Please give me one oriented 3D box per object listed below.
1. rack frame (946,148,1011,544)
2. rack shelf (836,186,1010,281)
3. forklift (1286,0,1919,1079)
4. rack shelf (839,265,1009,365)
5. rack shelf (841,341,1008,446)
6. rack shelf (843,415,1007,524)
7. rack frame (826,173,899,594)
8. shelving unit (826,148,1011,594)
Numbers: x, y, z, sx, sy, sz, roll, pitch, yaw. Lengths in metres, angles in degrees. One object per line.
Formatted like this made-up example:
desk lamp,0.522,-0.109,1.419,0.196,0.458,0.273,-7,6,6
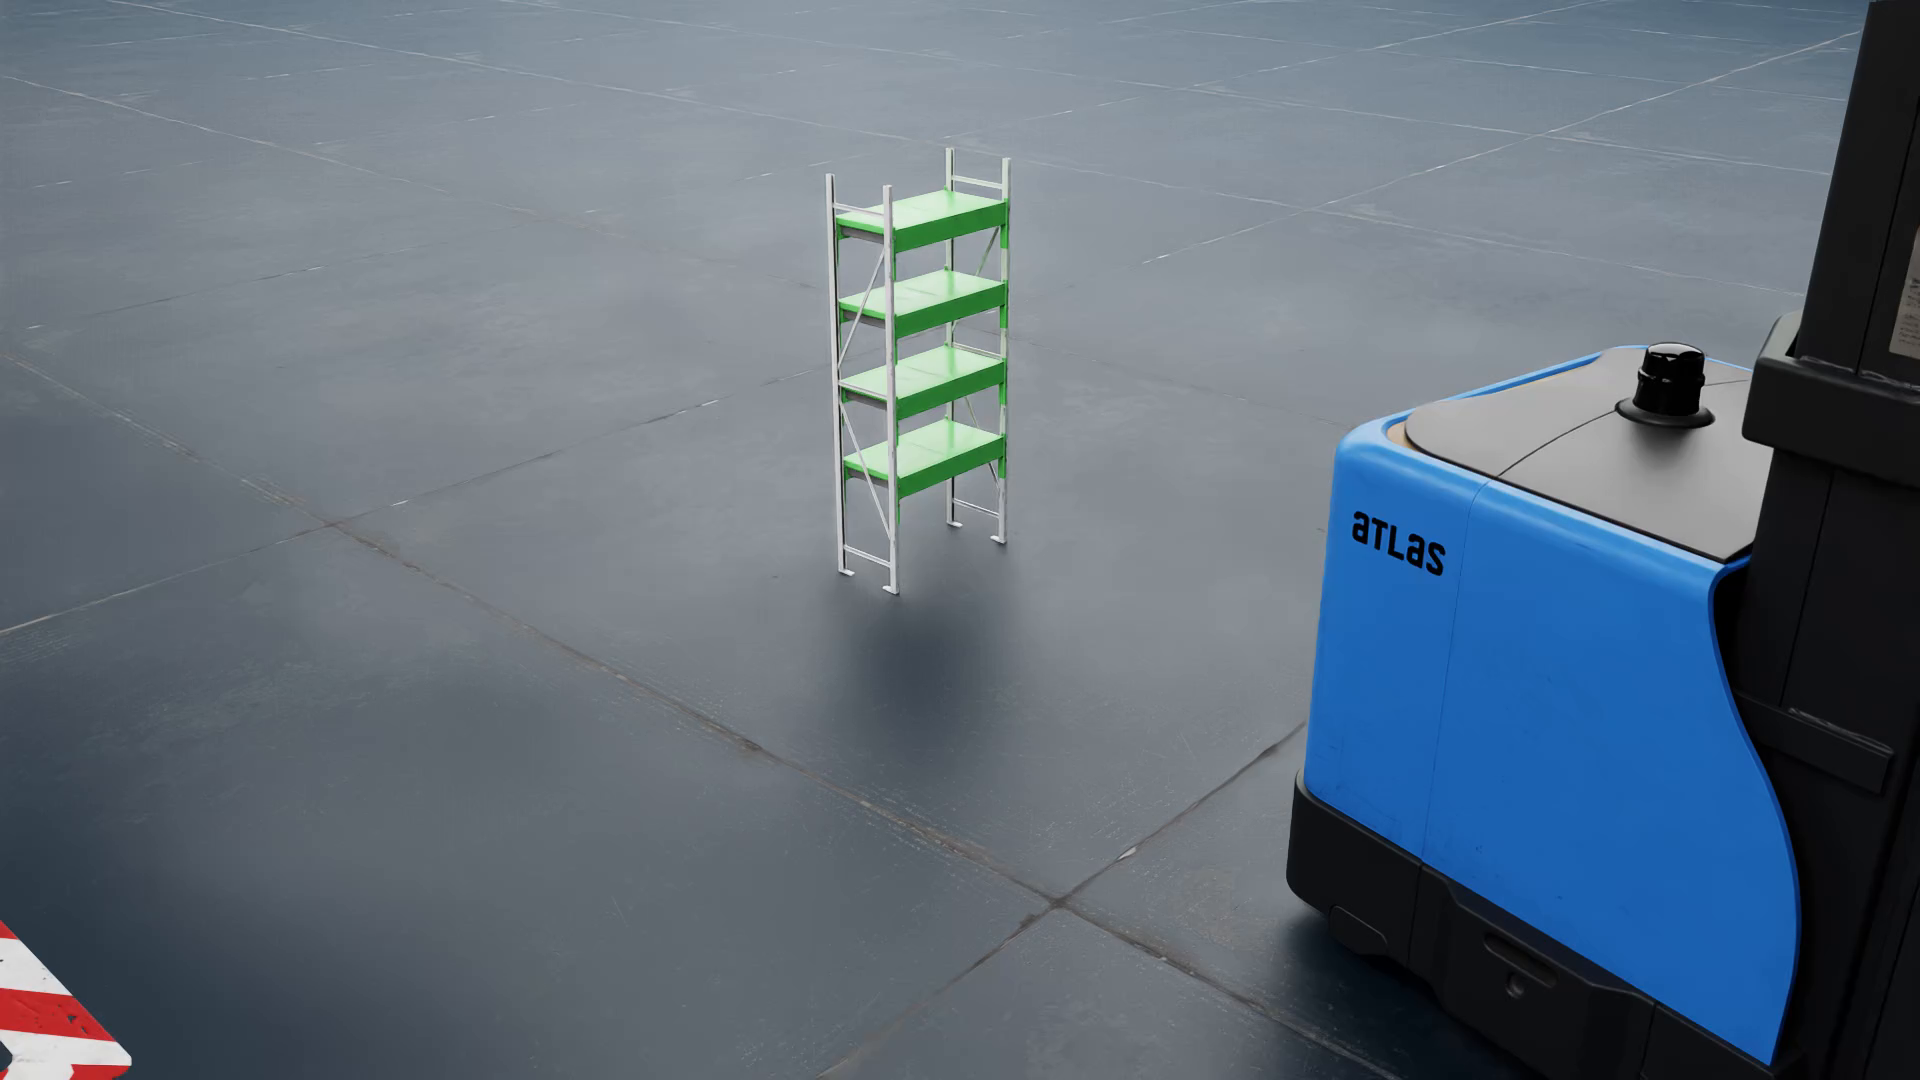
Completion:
rack frame,0.052,-0.571,5.058,0.240,1.200,0.015,20,31,38
rack shelf,-0.110,-0.877,4.722,0.258,0.148,0.480,20,31,38
forklift,1.961,-0.194,2.100,1.130,2.935,3.031,-17,29,-33
rack shelf,-0.110,-0.658,4.820,0.258,0.148,0.480,20,31,38
rack shelf,-0.110,-0.439,4.918,0.258,0.148,0.480,20,31,38
rack shelf,-0.110,-0.220,5.016,0.258,0.148,0.480,20,31,38
rack frame,-0.273,-0.423,4.726,0.240,1.200,0.015,20,31,38
shelving unit,-0.110,-0.497,4.892,0.258,1.200,0.503,20,31,38
